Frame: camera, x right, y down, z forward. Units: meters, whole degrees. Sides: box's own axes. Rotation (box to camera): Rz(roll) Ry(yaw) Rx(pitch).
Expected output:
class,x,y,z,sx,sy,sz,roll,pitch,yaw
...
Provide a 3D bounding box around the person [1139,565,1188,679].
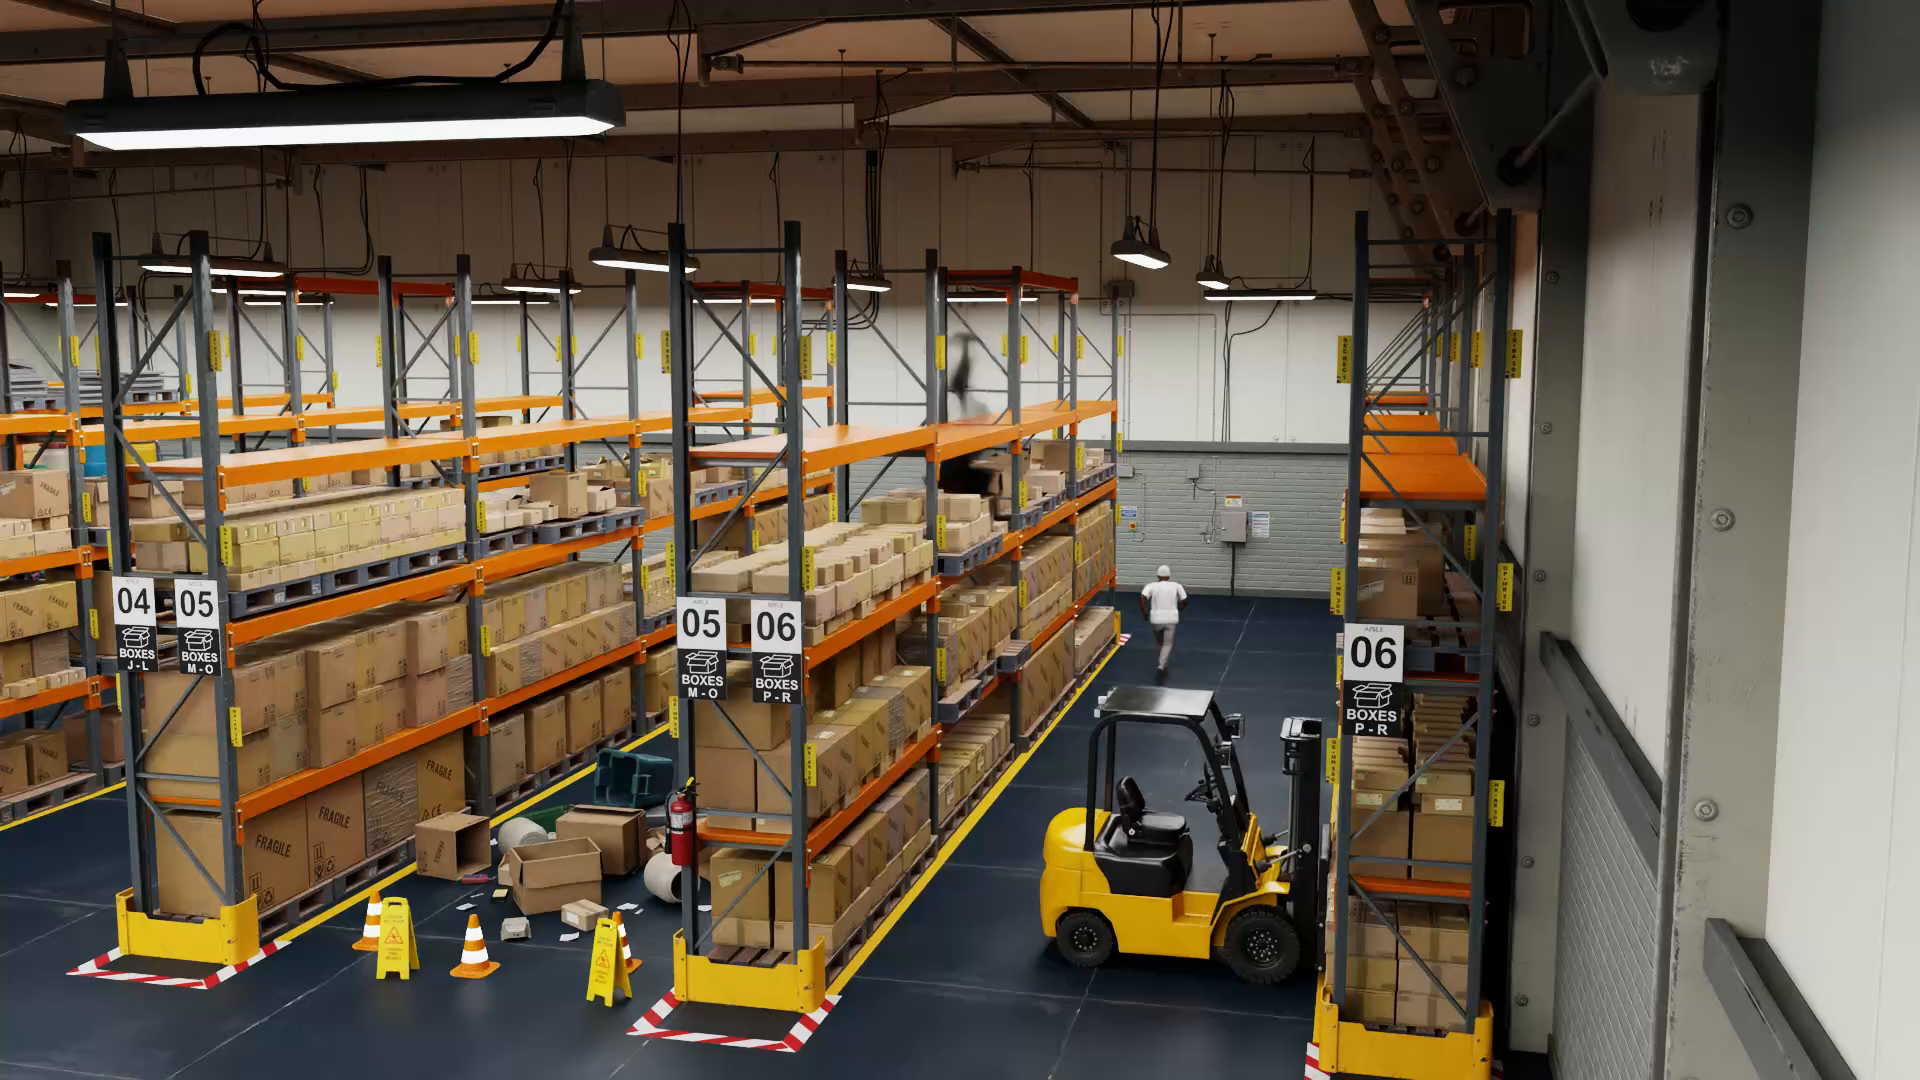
class,x,y,z,sx,sy,sz,roll,pitch,yaw
person,3.044,1.280,24.885,0.703,1.757,1.112,2,7,14

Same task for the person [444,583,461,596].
class,x,y,z,sx,sy,sz,roll,pitch,yaw
person,-7.467,1.386,24.377,0.612,1.658,0.524,2,7,19
